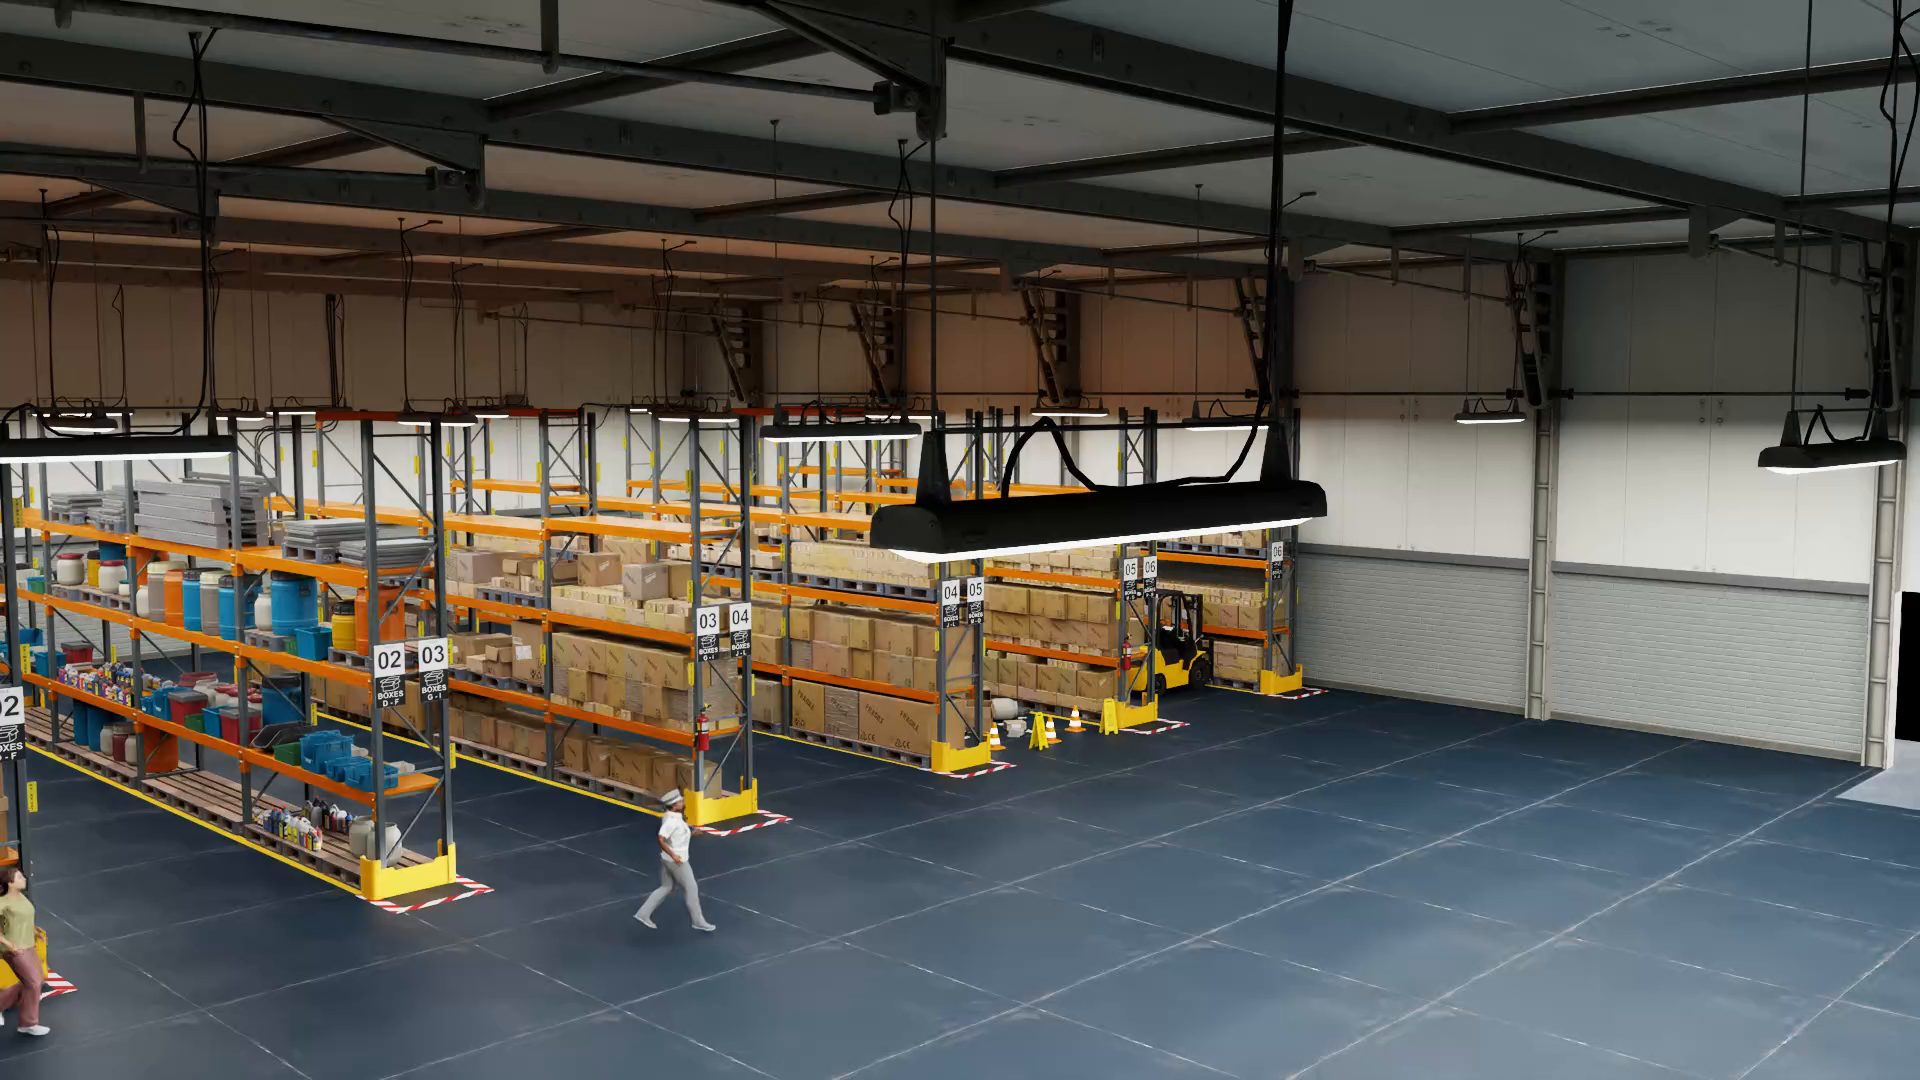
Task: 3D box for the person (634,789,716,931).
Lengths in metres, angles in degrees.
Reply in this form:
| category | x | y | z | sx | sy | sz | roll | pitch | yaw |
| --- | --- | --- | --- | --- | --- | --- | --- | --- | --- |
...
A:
| category | x | y | z | sx | sy | sz | roll | pitch | yaw |
| --- | --- | --- | --- | --- | --- | --- | --- | --- | --- |
| person | -3.333 | 3.746 | 19.403 | 0.928 | 1.699 | 0.572 | -2 | 5 | -22 |

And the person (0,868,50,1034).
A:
| category | x | y | z | sx | sy | sz | roll | pitch | yaw |
| --- | --- | --- | --- | --- | --- | --- | --- | --- | --- |
| person | -9.353 | 4.069 | 16.492 | 0.625 | 1.646 | 0.617 | 0 | 5 | -5 |
